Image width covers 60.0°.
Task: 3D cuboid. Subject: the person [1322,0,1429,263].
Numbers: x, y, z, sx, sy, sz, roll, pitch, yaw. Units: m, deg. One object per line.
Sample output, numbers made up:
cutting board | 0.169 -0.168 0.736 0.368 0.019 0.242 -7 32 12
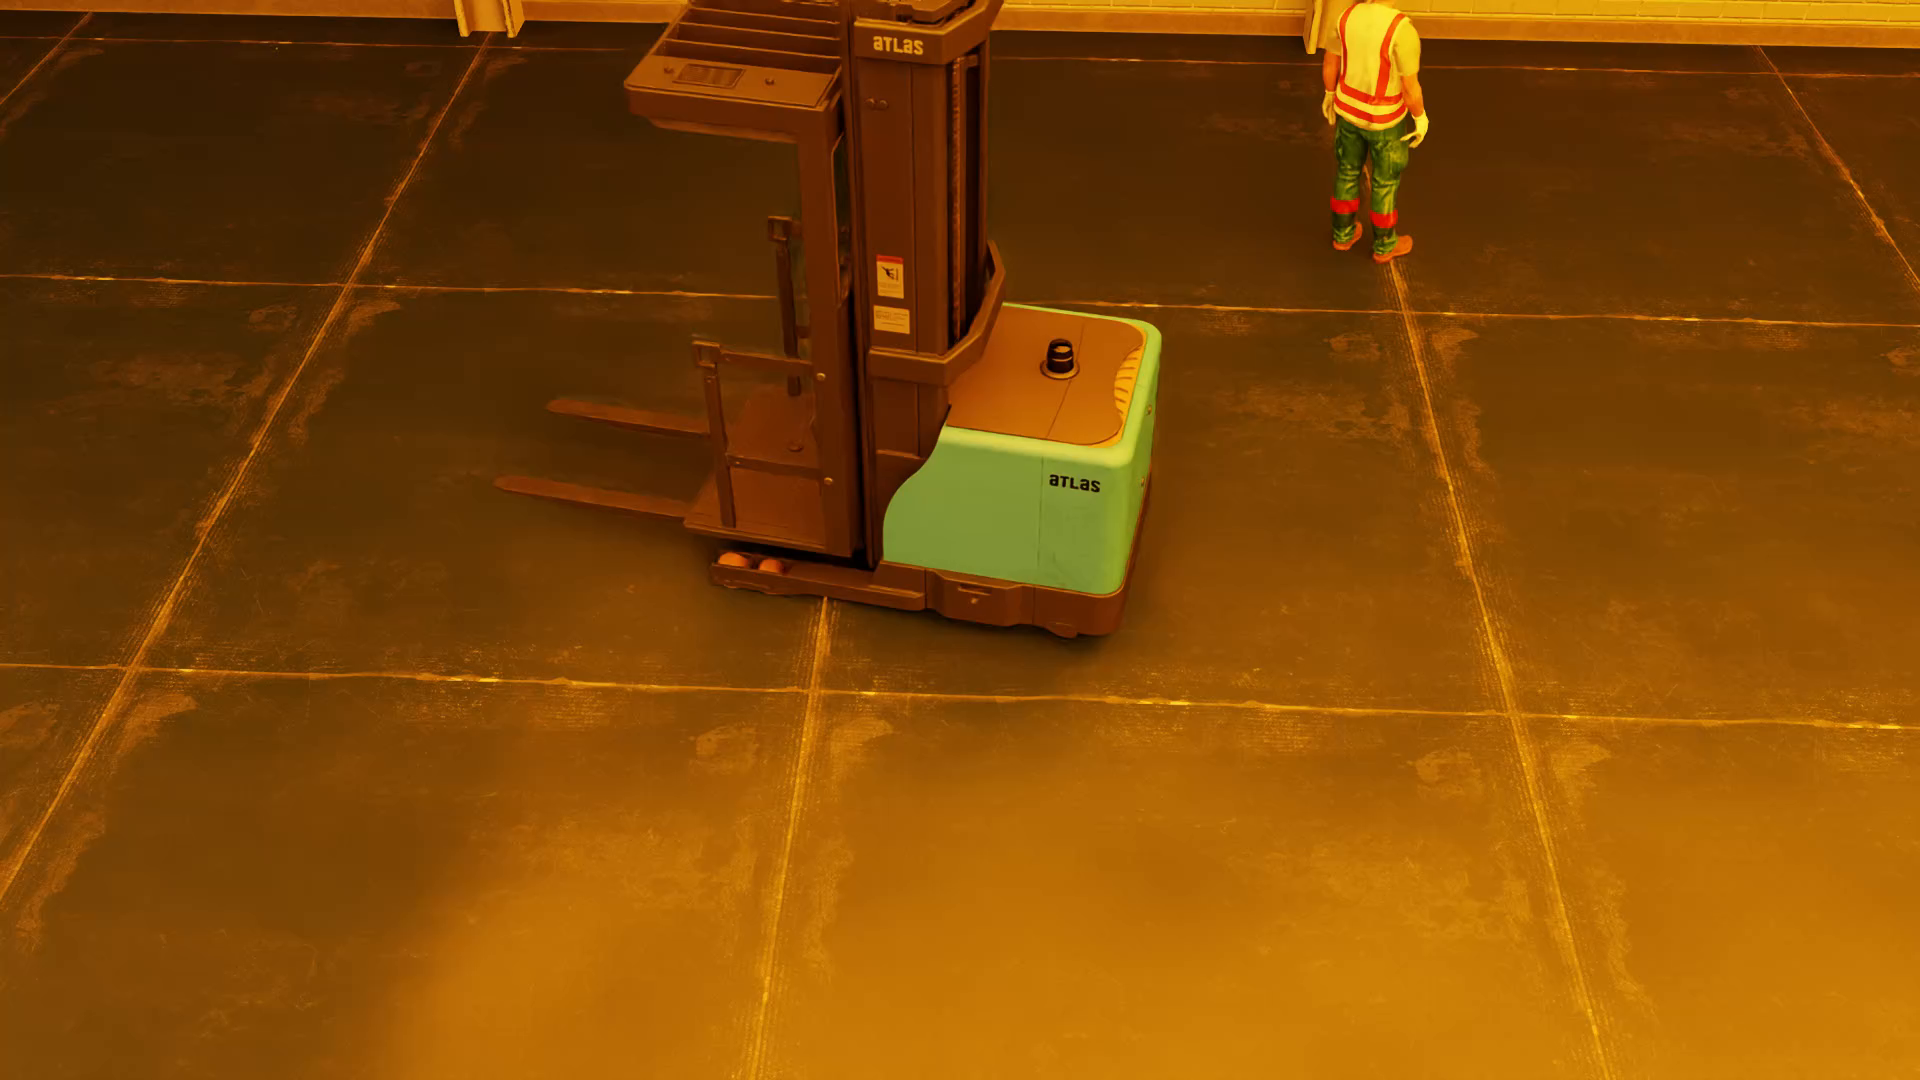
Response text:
person | 2.317 -2.386 9.202 0.635 1.795 0.522 33 52 31

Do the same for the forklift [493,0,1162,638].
forklift | -0.664 -1.167 7.020 3.031 2.935 1.130 9 43 10
